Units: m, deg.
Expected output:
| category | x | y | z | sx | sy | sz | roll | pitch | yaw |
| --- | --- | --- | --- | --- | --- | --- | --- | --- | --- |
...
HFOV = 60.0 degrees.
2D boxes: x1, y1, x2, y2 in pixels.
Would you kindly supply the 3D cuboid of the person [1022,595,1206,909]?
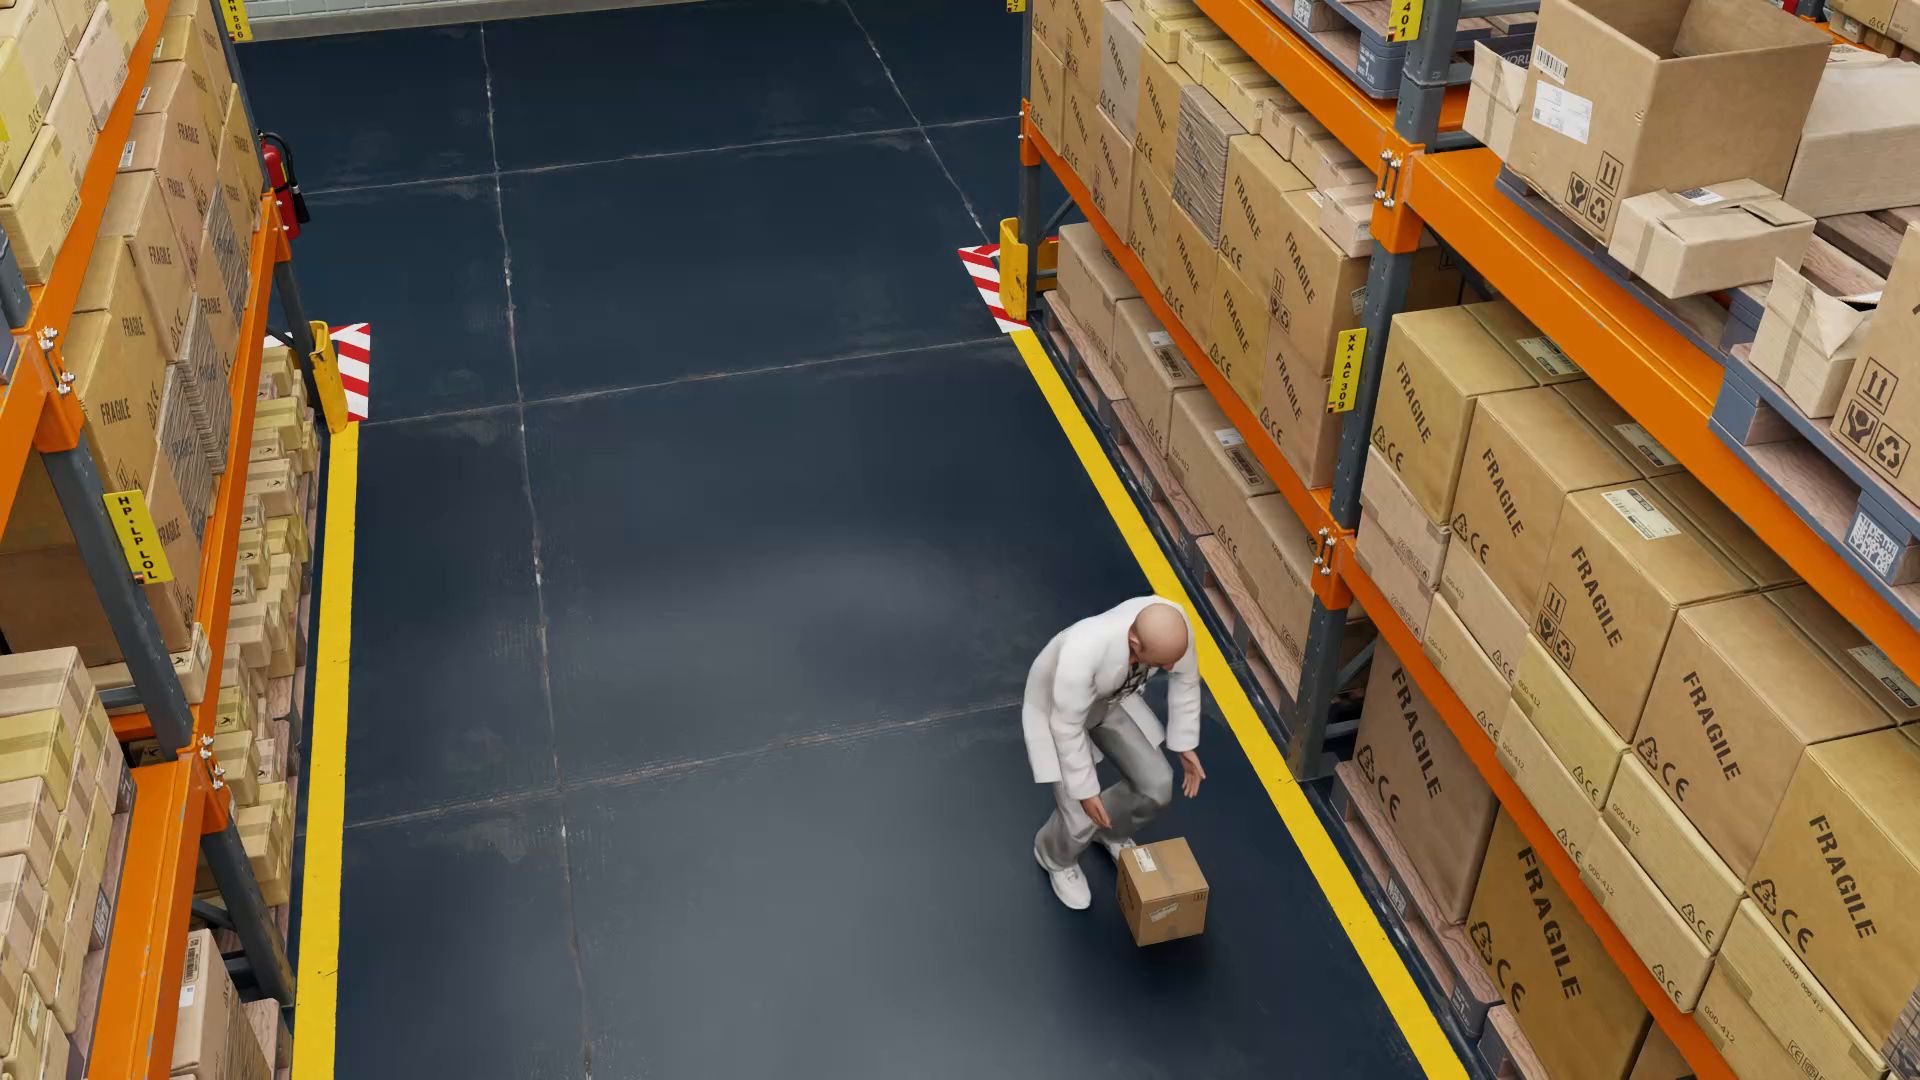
| category | x | y | z | sx | sy | sz | roll | pitch | yaw |
| --- | --- | --- | --- | --- | --- | --- | --- | --- | --- |
| person | 0.544 | 0.741 | 6.117 | 0.621 | 1.357 | 0.680 | -19 | 41 | -22 |
